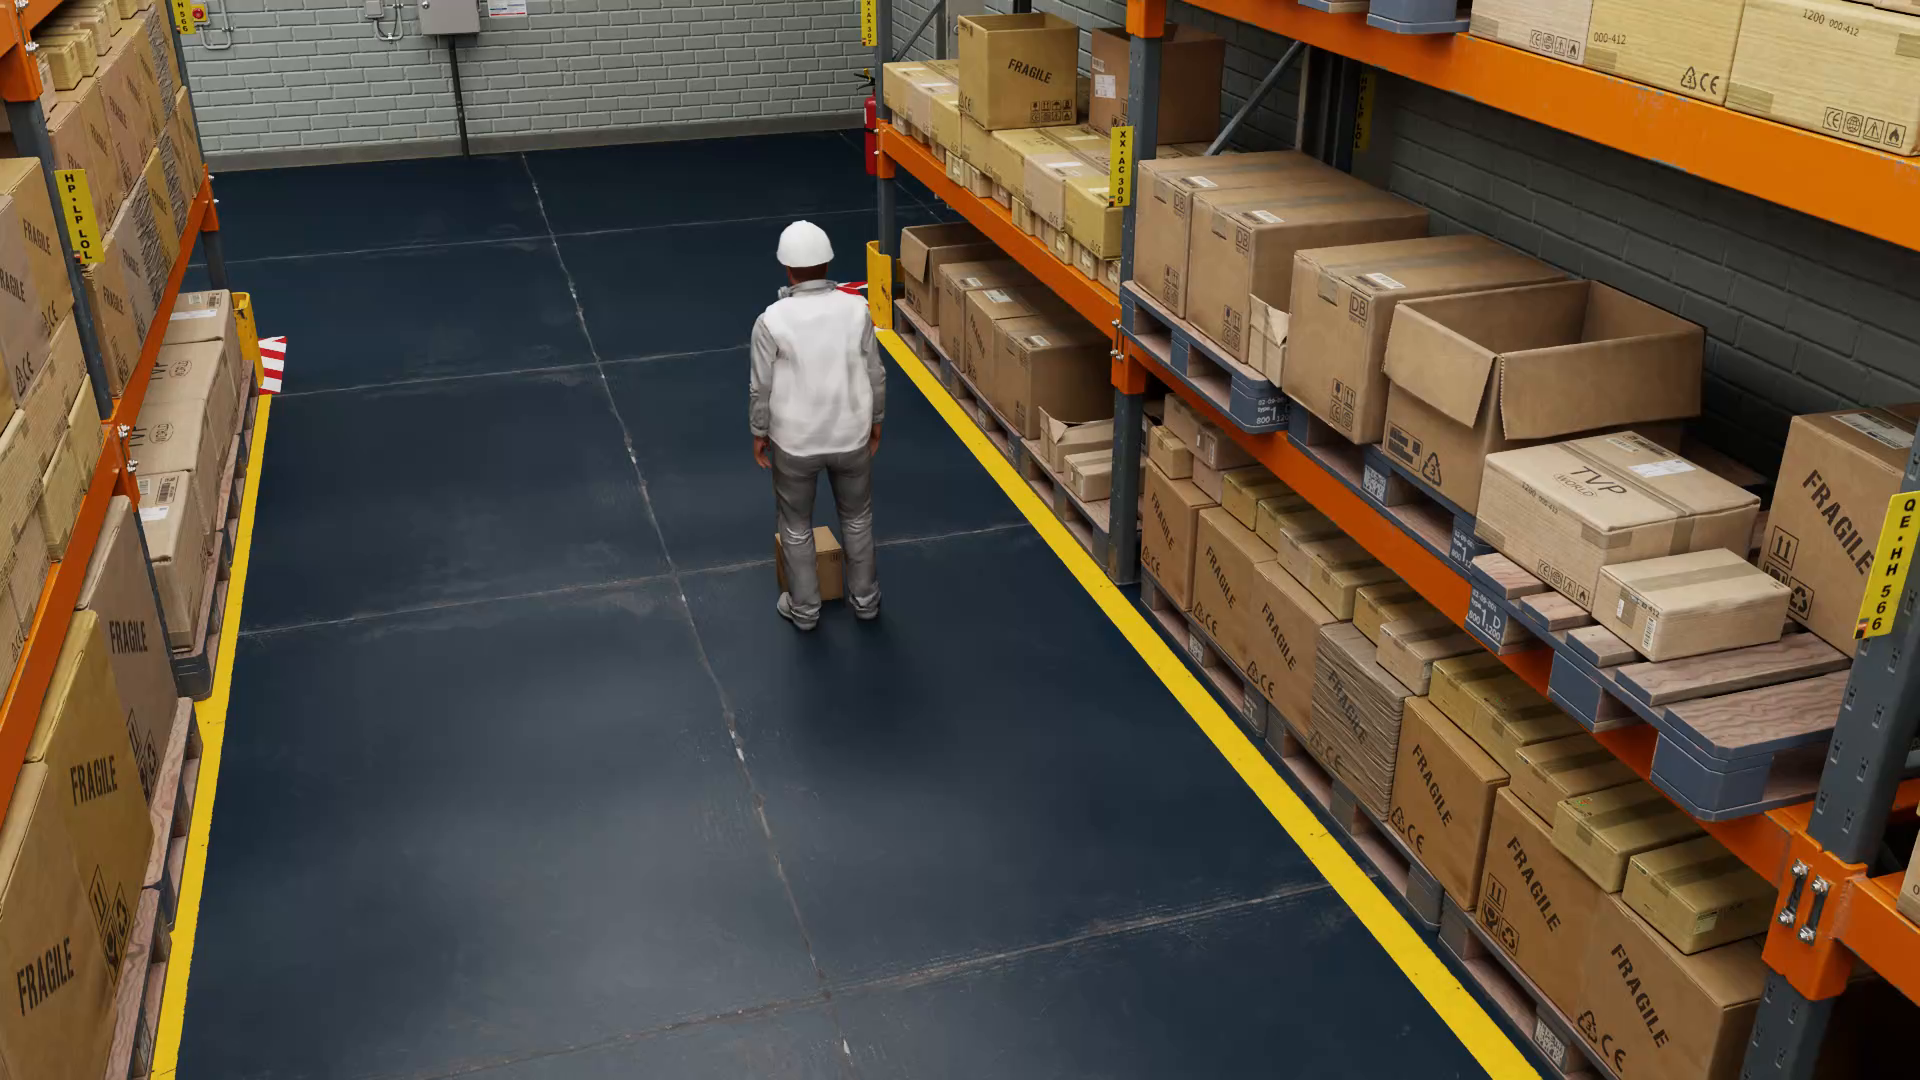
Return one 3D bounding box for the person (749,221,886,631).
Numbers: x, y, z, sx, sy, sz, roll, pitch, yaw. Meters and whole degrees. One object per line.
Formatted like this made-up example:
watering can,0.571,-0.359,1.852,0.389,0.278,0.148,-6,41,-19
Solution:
person,-0.595,-0.459,7.018,0.581,1.772,0.460,-8,27,-16
